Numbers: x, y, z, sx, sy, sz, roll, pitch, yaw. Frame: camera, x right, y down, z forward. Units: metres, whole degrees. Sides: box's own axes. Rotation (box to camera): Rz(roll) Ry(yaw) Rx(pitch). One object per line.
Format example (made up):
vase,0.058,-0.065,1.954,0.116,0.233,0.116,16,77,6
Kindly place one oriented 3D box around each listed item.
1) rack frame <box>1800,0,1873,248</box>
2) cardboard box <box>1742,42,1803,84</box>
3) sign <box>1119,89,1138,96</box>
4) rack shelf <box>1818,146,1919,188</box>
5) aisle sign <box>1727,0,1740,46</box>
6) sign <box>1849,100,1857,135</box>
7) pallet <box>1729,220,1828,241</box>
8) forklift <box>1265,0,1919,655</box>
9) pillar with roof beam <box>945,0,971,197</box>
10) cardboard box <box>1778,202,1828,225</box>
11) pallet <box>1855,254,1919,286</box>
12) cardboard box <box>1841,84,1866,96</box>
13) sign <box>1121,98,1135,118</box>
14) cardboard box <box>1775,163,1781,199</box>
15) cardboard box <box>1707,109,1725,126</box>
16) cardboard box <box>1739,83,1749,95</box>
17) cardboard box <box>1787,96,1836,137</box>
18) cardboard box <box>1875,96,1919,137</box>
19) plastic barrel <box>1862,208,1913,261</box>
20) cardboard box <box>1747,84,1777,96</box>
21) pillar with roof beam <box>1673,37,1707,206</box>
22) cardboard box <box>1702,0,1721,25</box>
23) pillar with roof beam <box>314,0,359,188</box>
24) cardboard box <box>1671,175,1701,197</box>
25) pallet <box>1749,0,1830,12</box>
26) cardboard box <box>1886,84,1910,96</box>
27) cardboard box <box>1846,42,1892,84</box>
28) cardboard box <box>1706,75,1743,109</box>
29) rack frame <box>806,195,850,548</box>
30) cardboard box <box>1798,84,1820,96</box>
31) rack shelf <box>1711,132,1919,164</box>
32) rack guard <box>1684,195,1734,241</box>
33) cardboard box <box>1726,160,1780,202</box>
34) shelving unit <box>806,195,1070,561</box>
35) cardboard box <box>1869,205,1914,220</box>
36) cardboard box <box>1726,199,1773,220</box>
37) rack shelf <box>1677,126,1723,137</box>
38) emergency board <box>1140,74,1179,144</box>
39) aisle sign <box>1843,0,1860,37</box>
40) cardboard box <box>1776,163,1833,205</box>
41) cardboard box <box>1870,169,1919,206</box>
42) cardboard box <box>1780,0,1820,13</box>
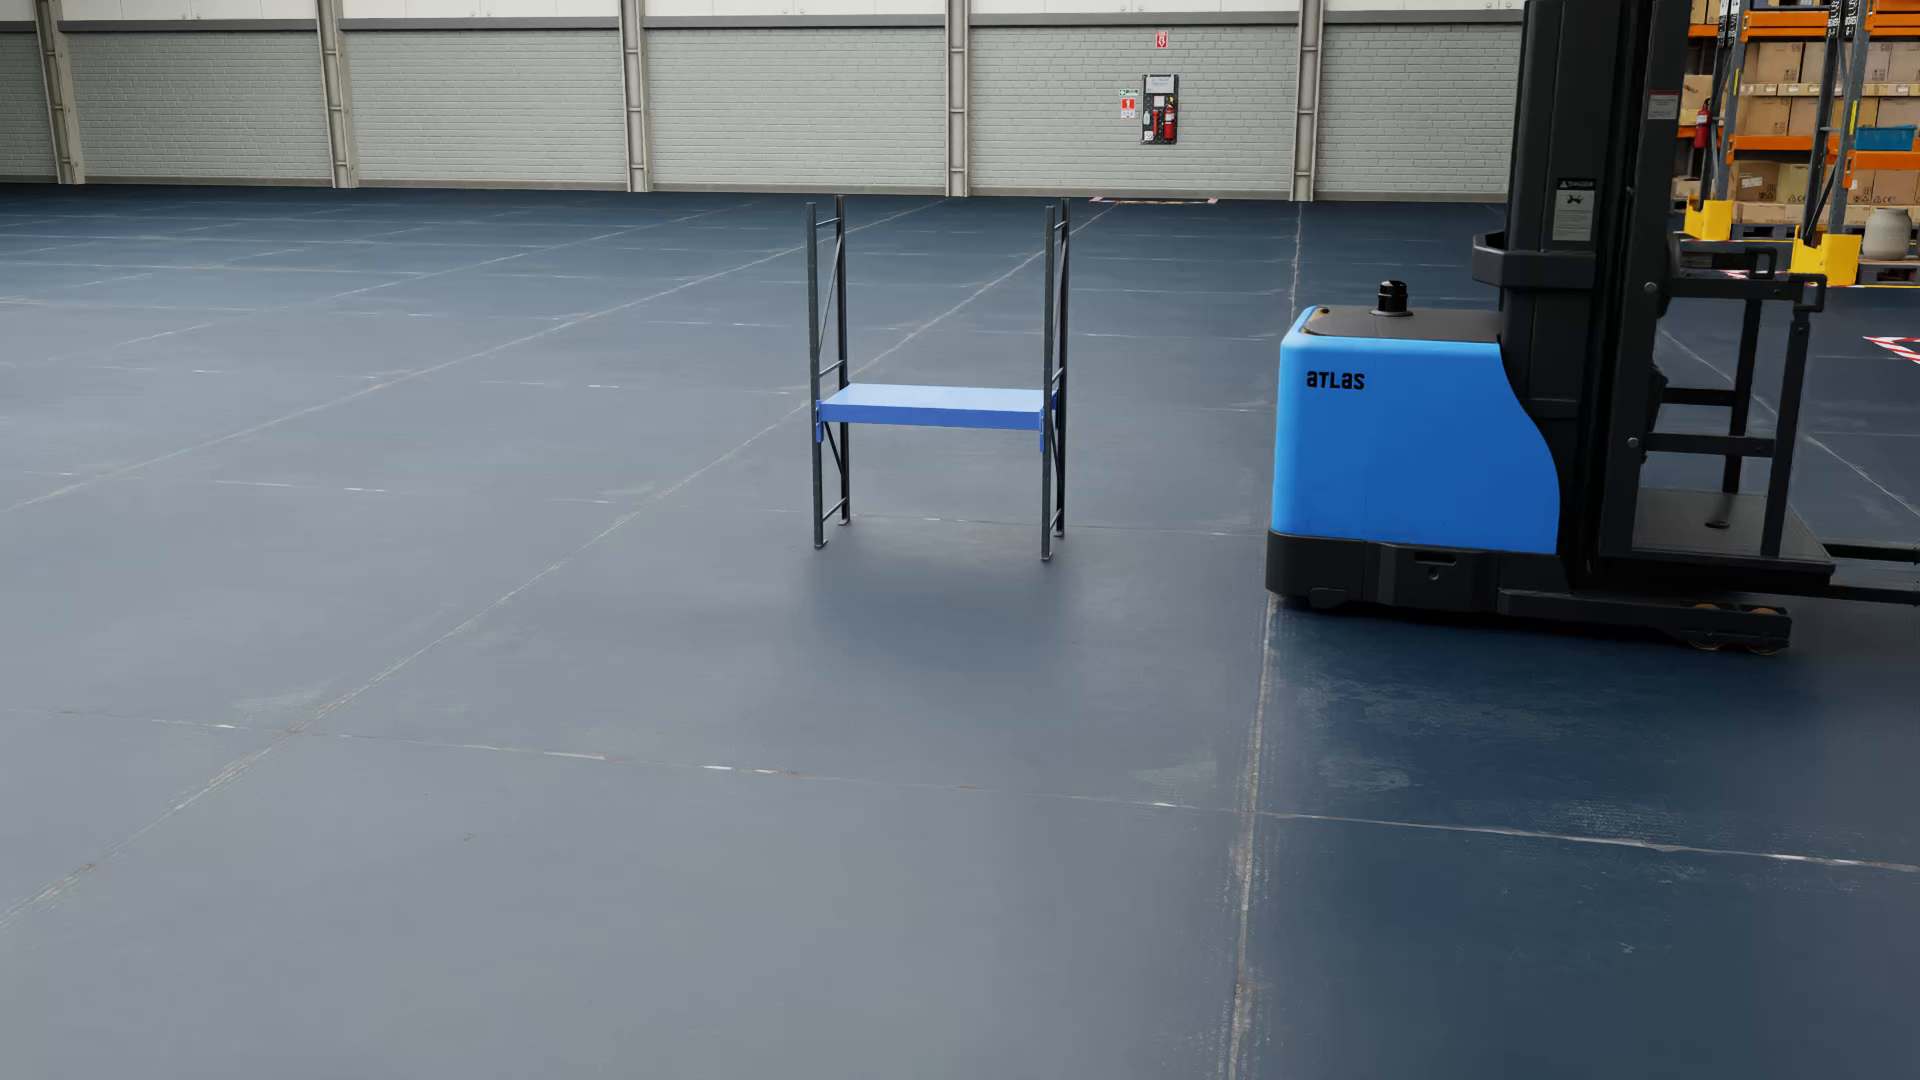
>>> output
rack frame,8.895,-4.164,16.904,0.127,3.000,1.000,3,16,11
cardboard box,10.392,-6.102,21.283,0.500,0.500,0.700,3,16,11
sign,2.915,-7.731,28.724,0.331,0.109,0.001,3,16,11
rack shelf,10.855,-3.711,16.616,4.000,0.370,1.077,3,16,11
aisle sign,9.760,-6.635,20.957,0.004,0.787,0.394,3,16,11
sign,8.781,-4.153,16.348,0.005,0.325,0.100,3,16,11
pallet,10.643,-4.086,21.846,1.213,0.211,1.003,3,16,11
forklift,2.777,-1.156,6.174,3.031,2.935,1.130,5,16,16
pillar with roof beam,-0.890,-9.348,24.380,0.400,9.000,9.100,3,16,11
cardboard box,10.857,-4.224,21.486,0.500,0.250,0.500,3,16,11
pallet,9.774,-2.783,17.145,1.213,0.211,1.003,3,16,11
cardboard box,11.239,-5.688,21.006,0.250,0.149,0.380,3,16,9
sign,2.912,-7.478,28.804,0.234,0.329,0.001,3,16,11
cardboard box,12.797,-5.620,26.019,0.500,0.500,0.700,2,16,8
cardboard box,11.795,-6.560,25.797,0.500,0.250,0.500,3,16,9
cardboard box,10.298,-5.849,21.588,0.250,0.149,0.380,3,16,10
cardboard box,10.856,-5.453,21.370,0.500,0.500,0.700,4,16,13
cardboard box,11.858,-5.398,21.171,0.500,0.500,0.700,4,16,13
plastic barrel,9.555,-3.152,17.126,0.421,0.512,0.421,0,15,0
cardboard box,10.227,-5.743,21.202,0.250,0.149,0.380,3,16,11
pillar with roof beam,10.869,-8.709,22.076,0.400,9.000,9.100,3,16,11
cardboard box,11.666,-8.138,25.406,0.500,0.500,0.500,4,16,15
pillar with roof beam,-12.649,-9.986,26.685,0.400,9.000,9.100,3,16,11
cardboard box,11.529,-5.611,26.342,0.500,0.311,0.500,1,16,5
pallet,10.573,-6.818,21.032,1.213,0.211,1.003,3,16,11
cardboard box,11.733,-5.661,20.906,0.250,0.149,0.380,3,16,12
cardboard box,11.403,-6.048,21.091,0.500,0.500,0.700,3,16,11
cardboard box,11.759,-6.921,25.697,0.500,0.500,0.500,3,16,11
rack frame,-0.582,-0.754,7.406,0.032,1.500,0.500,3,16,11
cardboard box,10.730,-5.716,21.105,0.250,0.149,0.380,3,16,11
rack shelf,11.845,-5.006,21.293,4.000,0.370,1.077,3,16,11
rack guard,9.862,-4.256,21.919,0.348,0.500,1.175,3,16,11
cardboard box,10.470,-4.747,21.970,0.500,0.500,0.500,3,16,11
shelving unit,-0.084,-0.727,7.308,1.048,1.500,0.538,3,16,11
cardboard box,11.836,-4.170,21.289,0.500,0.250,0.500,3,16,11
cardboard box,10.470,-4.385,22.068,0.500,0.250,0.500,3,16,11
rack shelf,12.829,-6.302,25.972,4.000,0.370,1.077,3,16,11
emergency board,3.434,-7.405,28.605,0.643,1.169,0.194,3,16,11
aisle sign,8.766,-5.344,16.294,0.004,0.787,0.394,3,16,11
cardboard box,10.857,-4.585,21.385,0.500,0.500,0.500,3,16,11
cardboard box,11.836,-4.531,21.188,0.500,0.500,0.500,3,16,11
cardboard box,12.705,-8.088,25.228,0.500,0.500,0.500,4,16,15
